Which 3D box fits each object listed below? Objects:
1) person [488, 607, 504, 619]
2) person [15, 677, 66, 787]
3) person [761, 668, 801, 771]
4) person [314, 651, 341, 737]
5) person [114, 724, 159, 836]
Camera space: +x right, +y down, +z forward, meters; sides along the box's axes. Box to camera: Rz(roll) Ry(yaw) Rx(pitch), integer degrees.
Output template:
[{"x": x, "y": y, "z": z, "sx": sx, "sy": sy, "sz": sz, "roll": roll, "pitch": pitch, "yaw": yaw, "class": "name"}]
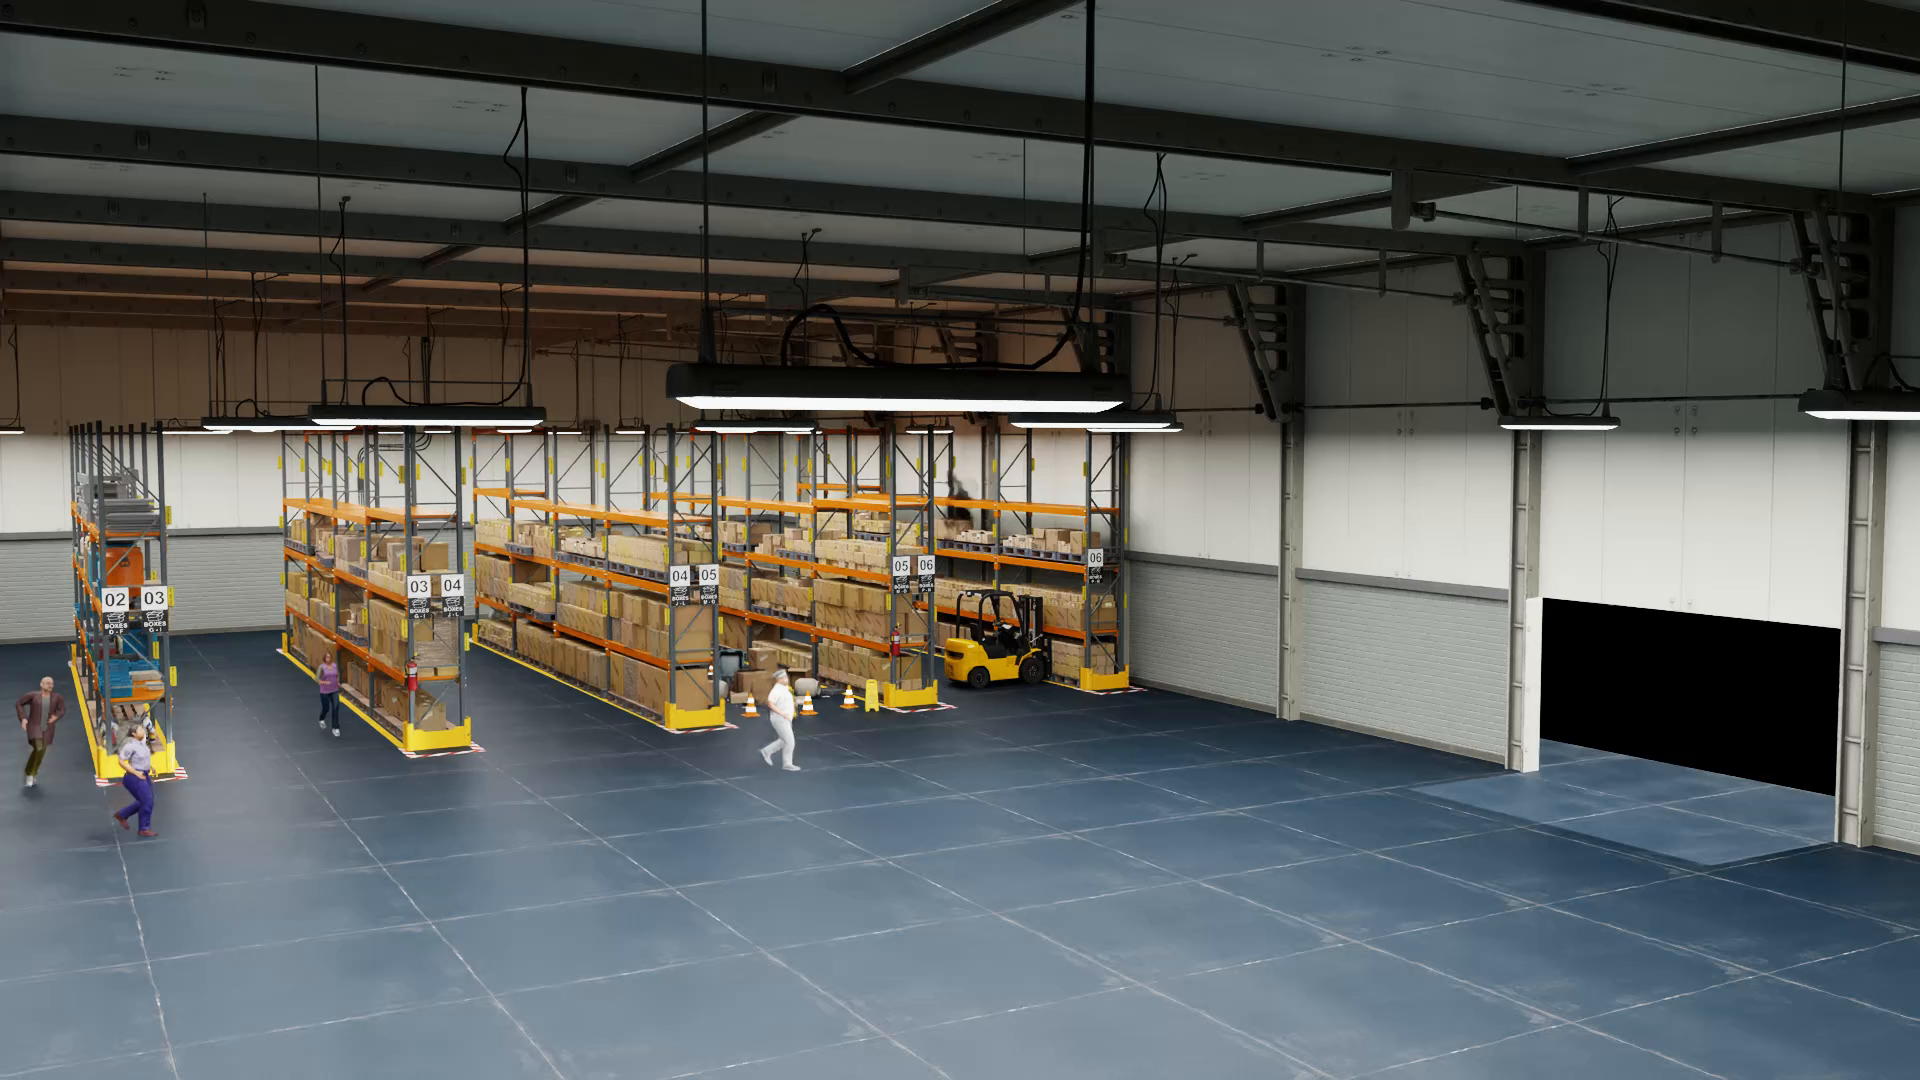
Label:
[{"x": -13.402, "y": 1.924, "z": 48.020, "sx": 0.797, "sy": 1.683, "sz": 0.648, "roll": 0, "pitch": 4, "yaw": 4, "class": "person"}, {"x": -15.183, "y": 3.156, "z": 27.526, "sx": 0.721, "sy": 1.776, "sz": 0.687, "roll": 3, "pitch": 5, "yaw": 42, "class": "person"}, {"x": -3.099, "y": 3.078, "z": 28.553, "sx": 0.728, "sy": 1.761, "sz": 0.674, "roll": 0, "pitch": 4, "yaw": 7, "class": "person"}, {"x": -12.149, "y": 2.939, "z": 31.991, "sx": 0.538, "sy": 1.605, "sz": 0.877, "roll": -3, "pitch": 5, "yaw": -39, "class": "person"}, {"x": -11.861, "y": 3.455, "z": 23.867, "sx": 0.652, "sy": 1.607, "sz": 0.614, "roll": 0, "pitch": 4, "yaw": -6, "class": "person"}]
